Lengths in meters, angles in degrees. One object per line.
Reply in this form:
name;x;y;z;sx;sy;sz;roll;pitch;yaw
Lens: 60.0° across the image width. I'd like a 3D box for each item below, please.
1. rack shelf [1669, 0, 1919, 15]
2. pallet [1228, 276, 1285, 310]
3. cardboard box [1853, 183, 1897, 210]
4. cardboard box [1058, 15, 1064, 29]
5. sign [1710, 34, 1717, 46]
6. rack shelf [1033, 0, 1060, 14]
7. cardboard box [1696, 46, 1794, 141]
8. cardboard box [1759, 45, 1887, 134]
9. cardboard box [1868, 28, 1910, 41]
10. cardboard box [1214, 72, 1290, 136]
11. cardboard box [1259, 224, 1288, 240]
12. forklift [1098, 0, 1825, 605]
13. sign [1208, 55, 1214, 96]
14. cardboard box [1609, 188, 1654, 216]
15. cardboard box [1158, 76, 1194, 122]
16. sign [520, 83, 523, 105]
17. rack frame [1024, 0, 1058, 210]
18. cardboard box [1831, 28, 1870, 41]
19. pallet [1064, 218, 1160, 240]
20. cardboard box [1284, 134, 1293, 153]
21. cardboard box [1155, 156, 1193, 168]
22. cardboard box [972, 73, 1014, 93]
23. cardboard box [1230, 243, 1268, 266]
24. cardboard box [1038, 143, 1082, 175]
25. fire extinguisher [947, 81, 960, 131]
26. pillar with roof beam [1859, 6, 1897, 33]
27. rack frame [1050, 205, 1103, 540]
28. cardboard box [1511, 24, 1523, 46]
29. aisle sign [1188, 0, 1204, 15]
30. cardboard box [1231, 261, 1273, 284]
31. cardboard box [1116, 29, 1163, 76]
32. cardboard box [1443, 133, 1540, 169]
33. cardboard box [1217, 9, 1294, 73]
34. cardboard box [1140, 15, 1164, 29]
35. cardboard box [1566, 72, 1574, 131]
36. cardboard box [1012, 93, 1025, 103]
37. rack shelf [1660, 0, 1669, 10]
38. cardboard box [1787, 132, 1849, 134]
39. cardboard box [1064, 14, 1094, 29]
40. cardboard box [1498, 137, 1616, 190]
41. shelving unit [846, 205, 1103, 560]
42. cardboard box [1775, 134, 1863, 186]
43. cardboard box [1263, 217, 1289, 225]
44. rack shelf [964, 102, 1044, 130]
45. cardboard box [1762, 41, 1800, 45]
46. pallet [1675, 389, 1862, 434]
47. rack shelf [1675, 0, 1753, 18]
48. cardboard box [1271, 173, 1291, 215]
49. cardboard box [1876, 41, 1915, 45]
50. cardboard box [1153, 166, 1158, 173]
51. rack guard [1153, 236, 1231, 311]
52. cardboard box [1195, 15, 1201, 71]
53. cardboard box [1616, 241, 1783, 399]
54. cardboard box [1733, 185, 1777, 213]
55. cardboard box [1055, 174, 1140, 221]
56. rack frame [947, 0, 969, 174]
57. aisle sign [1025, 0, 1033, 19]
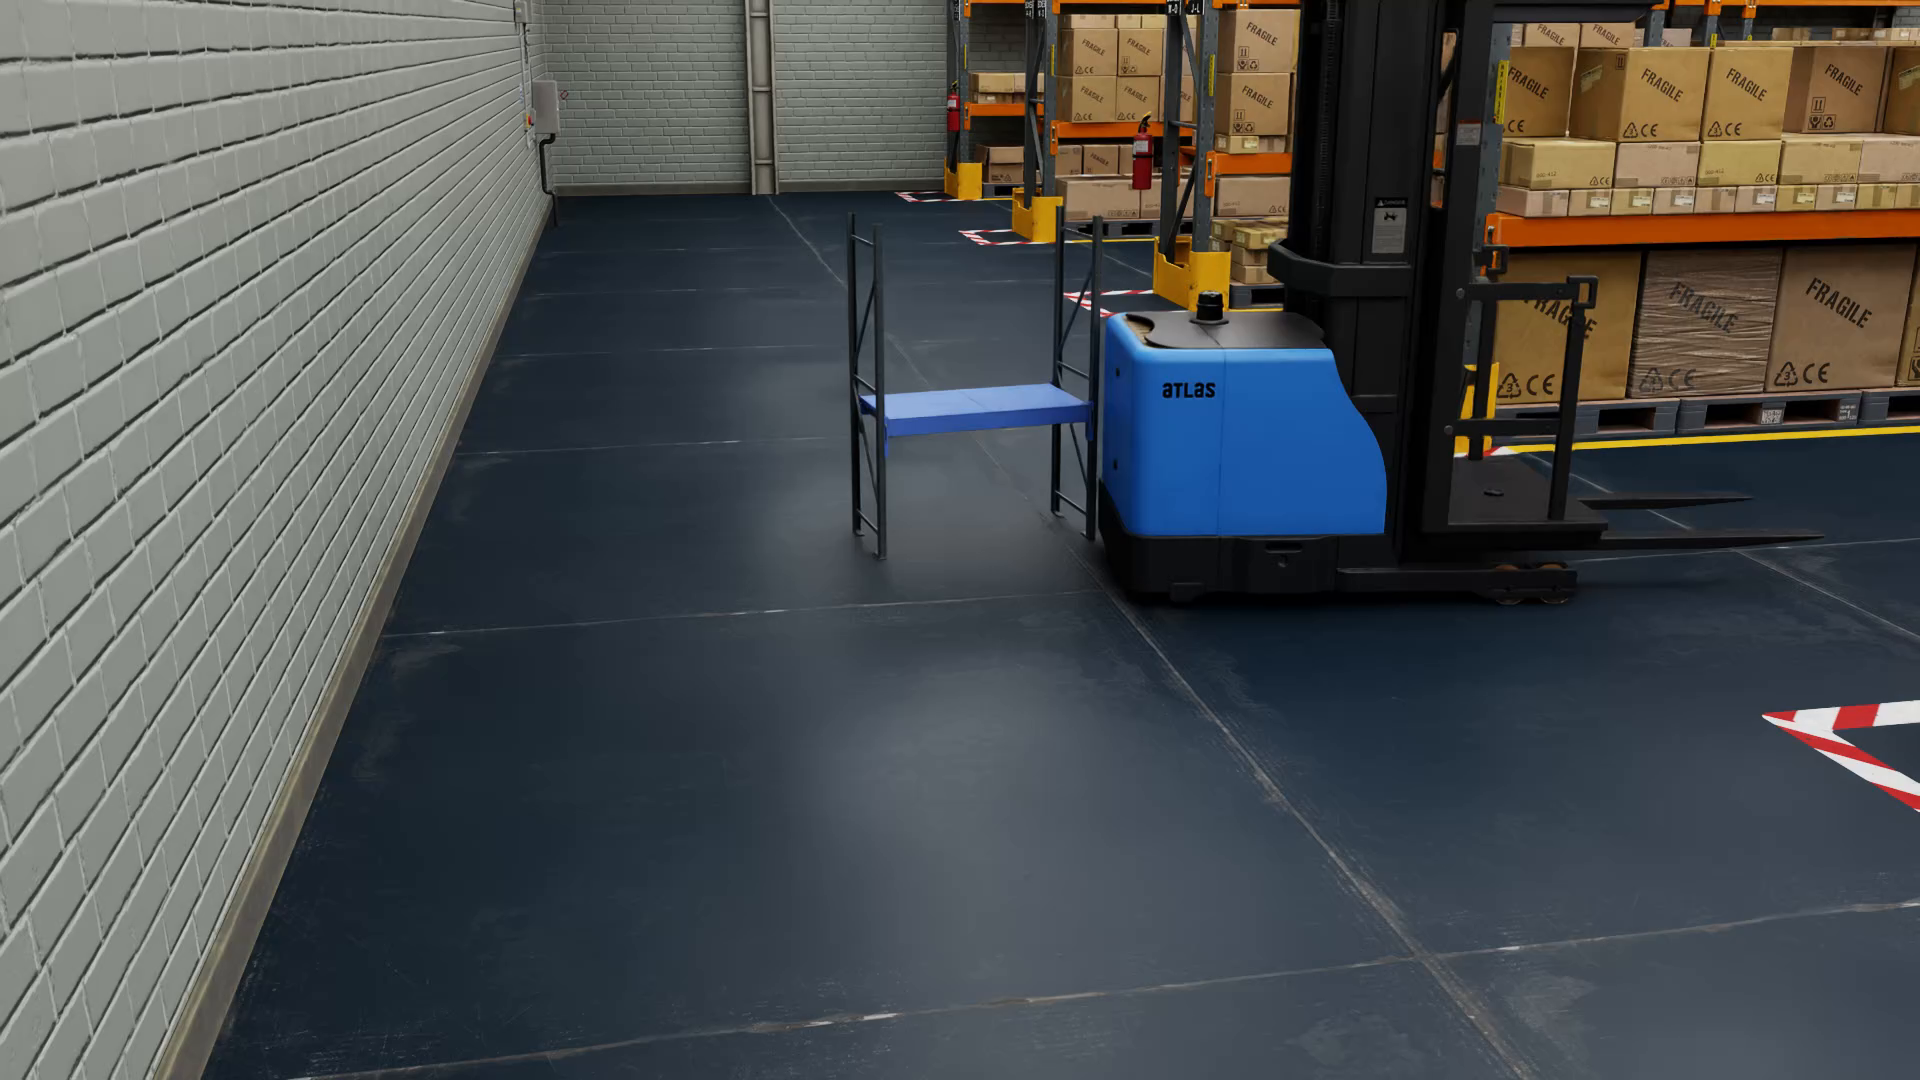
rack shelf;10.729;-6.605;20.324;4.000;0.370;1.077;-3;17;-10
pallet;2.828;-2.243;14.755;1.213;0.211;1.003;-3;17;-10
cardboard box;5.219;-2.021;9.711;0.250;0.149;0.380;-4;17;-11
cardboard box;1.225;-5.872;18.842;0.250;0.149;0.380;-3;17;-10
sign;8.874;-5.797;19.606;0.005;0.325;0.100;-3;17;-10
rack shelf;2.874;-6.160;18.874;4.000;0.370;1.077;-3;17;-10
cardboard box;4.312;-2.538;9.437;0.500;0.500;0.500;-4;17;-12
cardboard box;5.204;-2.745;10.110;0.500;0.500;0.500;-4;17;-12
cardboard box;11.343;-6.172;20.302;0.250;0.149;0.380;-4;18;-13
cardboard box;2.442;-3.672;13.982;0.500;0.500;0.500;-2;17;-8
cardboard box;2.776;-2.640;14.427;0.250;0.149;0.380;-3;17;-9
forklift;2.175;-1.285;7.002;3.031;2.935;1.130;-1;17;-2
sign;2.052;-3.794;13.582;0.005;0.325;0.100;-3;17;-10
cardboard box;3.705;-1.935;9.431;0.250;0.149;0.380;-4;17;-12
cardboard box;2.431;-5.009;18.842;0.500;0.500;0.500;-3;17;-11
sign;-4.672;-4.749;17.705;0.001;0.218;0.327;-3;17;-10
rack frame;0.911;-4.958;18.846;0.127;3.000;1.000;-3;17;-10
cardboard box;11.117;-6.313;20.760;0.250;0.149;0.380;-2;17;-7
pallet;1.681;-3.692;19.473;1.213;0.211;1.003;-3;17;-10
cardboard box;2.845;-3.366;14.090;0.250;0.149;0.380;-4;17;-12
cardboard box;3.199;-5.558;24.664;0.500;0.311;0.500;-3;17;-8
cardboard box;0.462;-6.407;23.311;0.500;0.250;0.500;-3;17;-10
cardboard box;2.512;-2.472;14.385;0.250;0.149;0.380;-3;17;-8
cardboard box;1.430;-5.438;23.950;0.500;0.500;0.700;-3;17;-8
fire extinguisher;-0.091;-6.032;23.109;0.183;0.674;0.296;-3;17;-10
pillar with roof beam;15.637;-9.128;22.204;0.400;9.000;9.100;-3;17;-10
rack frame;0.543;-0.790;7.829;0.032;1.500;0.500;-6;18;-17
cardboard box;4.454;-4.269;14.221;0.500;0.500;0.500;-3;17;-9
aisle sign;1.934;-4.689;13.542;0.004;0.787;0.394;-3;17;-10
cardboard box;2.524;-2.312;14.369;0.250;0.149;0.380;-3;17;-9
cardboard box;1.942;-5.459;18.604;0.500;0.500;0.500;-4;17;-12
cardboard box;3.216;-2.275;9.860;0.500;0.250;0.500;-4;17;-11
cardboard box;2.440;-4.153;13.845;0.500;0.500;0.500;-3;17;-11
cardboard box;2.087;-5.770;18.512;0.250;0.149;0.380;-4;17;-12
cardboard box;4.945;-3.813;14.439;0.500;0.500;0.500;-4;17;-12
cardboard box;0.832;-6.260;23.513;0.250;0.149;0.380;-3;17;-11
rack shelf;7.840;-4.961;14.971;4.000;0.370;1.077;-3;17;-10
cardboard box;5.210;-2.387;10.224;0.500;0.250;0.500;-3;17;-9
cardboard box;1.312;-5.734;18.393;0.250;0.149;0.380;-3;17;-9
cardboard box;3.313;-2.121;9.356;0.500;0.250;0.500;-4;17;-12
shelving unit;0.060;-0.743;7.677;1.048;1.500;0.538;-6;18;-17
cardboard box;4.828;-2.209;9.644;0.500;0.250;0.500;-4;17;-12
cardboard box;2.908;-2.810;14.979;0.250;0.149;0.380;-4;17;-12
rack shelf;1.929;-6.156;23.972;4.000;0.370;1.077;-3;17;-10
cardboard box;9.761;-5.784;20.142;0.500;0.500;0.500;-2;17;-8
pallet;4.756;-0.902;10.390;1.213;0.211;1.003;-3;17;-10
rack shelf;9.784;-8.036;24.982;4.000;0.370;1.077;-3;17;-10
cardboard box;4.201;-4.153;19.872;0.875;0.438;0.875;-3;17;-11
cardboard box;11.288;-5.870;20.424;0.500;0.500;0.500;-3;17;-9
cardboard box;2.773;-5.457;24.609;0.250;0.149;0.380;-3;17;-11
rack guard;2.023;-2.346;14.599;0.348;0.500;1.175;-3;17;-10
cardboard box;2.351;-4.302;14.329;0.500;0.500;0.500;-4;17;-12
cardboard box;4.297;-1.396;10.151;0.875;0.875;0.875;-3;17;-10
cardboard box;4.464;-1.978;9.571;0.250;0.149;0.380;-3;17;-11
cardboard box;1.540;-4.000;19.374;0.875;0.438;0.875;-4;17;-12
rack frame;-0.035;-6.389;23.504;0.127;3.000;1.000;-3;17;-10
aisle sign;0.781;-6.286;18.742;0.004;0.787;0.394;-3;17;-10
